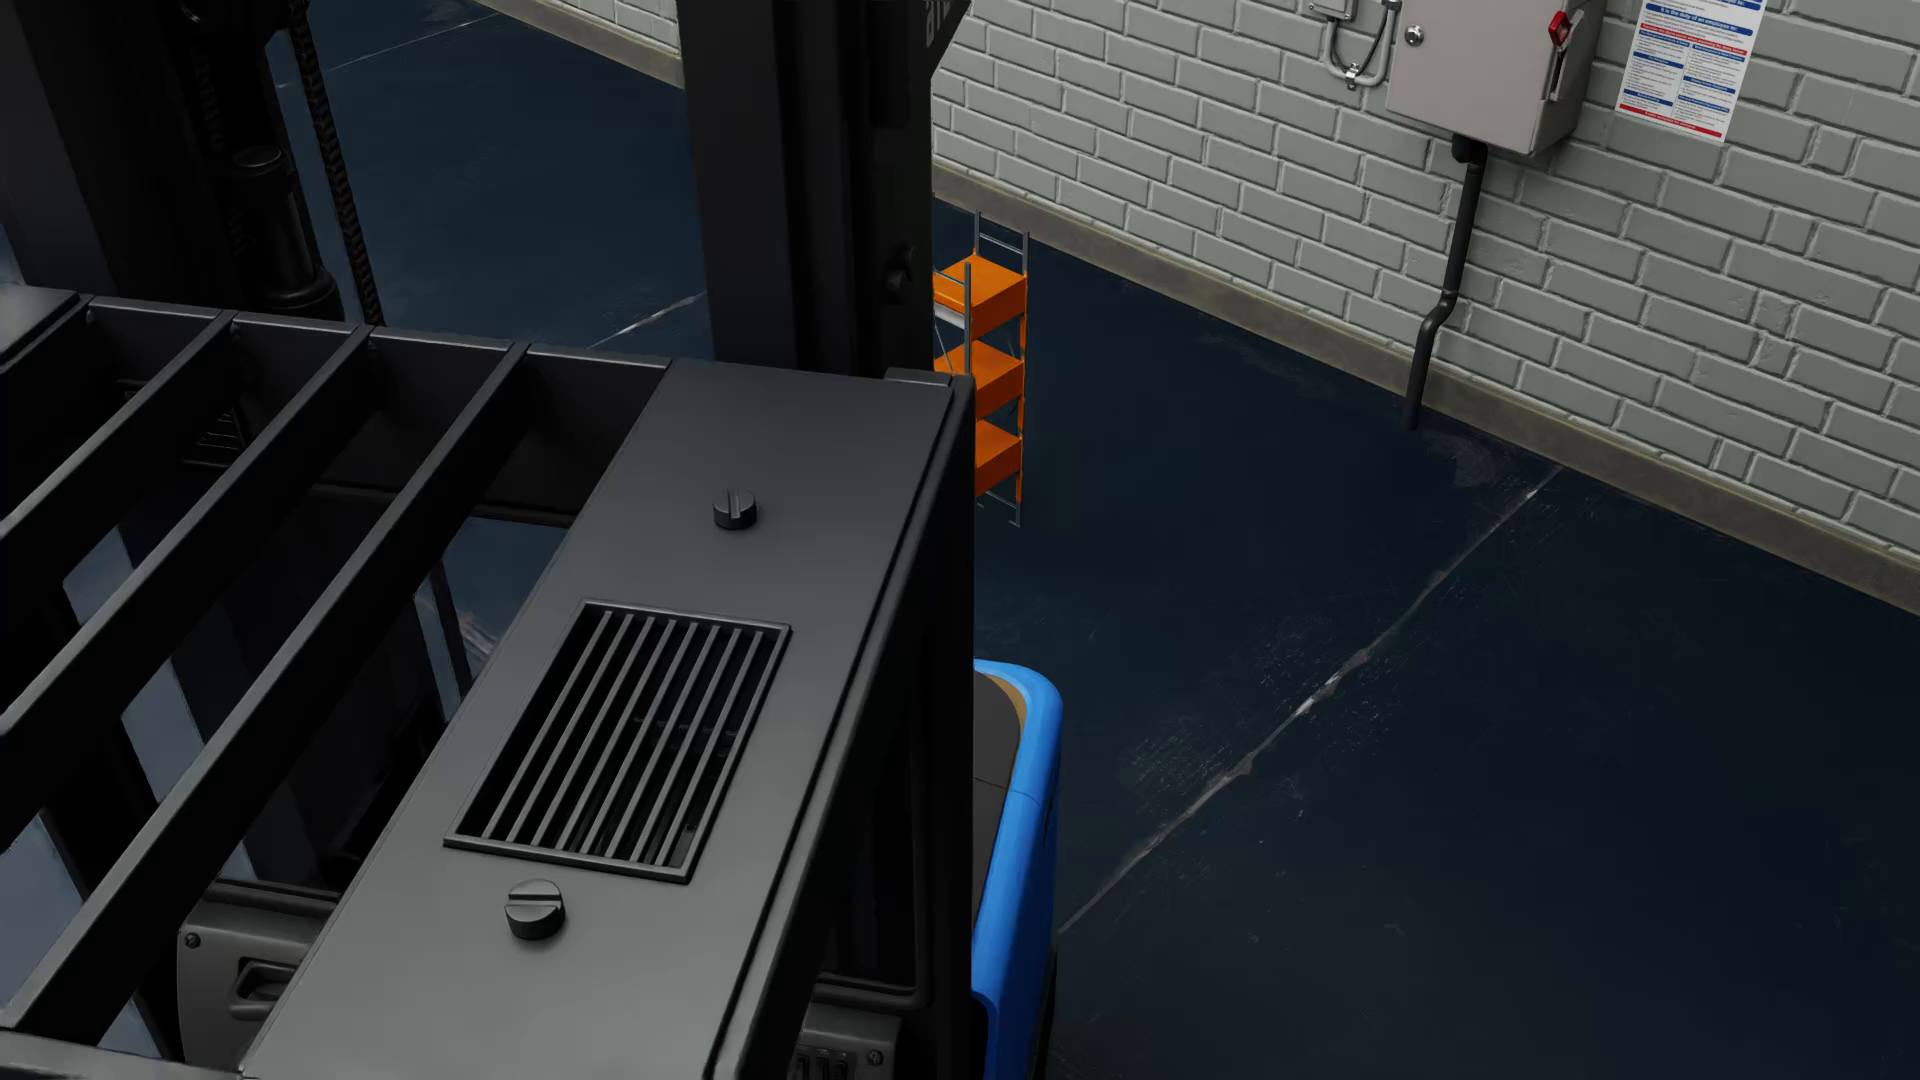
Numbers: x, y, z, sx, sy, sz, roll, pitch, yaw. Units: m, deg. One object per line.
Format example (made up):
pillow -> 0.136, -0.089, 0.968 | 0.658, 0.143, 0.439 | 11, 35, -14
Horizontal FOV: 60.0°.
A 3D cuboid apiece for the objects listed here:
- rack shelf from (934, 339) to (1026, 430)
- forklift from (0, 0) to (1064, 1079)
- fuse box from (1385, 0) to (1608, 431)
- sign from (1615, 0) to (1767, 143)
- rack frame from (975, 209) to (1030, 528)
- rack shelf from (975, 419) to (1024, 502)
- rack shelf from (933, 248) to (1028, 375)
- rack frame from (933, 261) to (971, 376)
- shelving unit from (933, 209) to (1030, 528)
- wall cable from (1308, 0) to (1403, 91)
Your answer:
rack shelf -> 0.036, -0.427, 4.961 | 0.215, 0.259, 0.240 | 30, 47, 32
forklift -> -0.576, 0.784, 1.909 | 1.130, 2.935, 3.031 | 7, 39, 9
fuse box -> 1.549, -1.038, 5.181 | 0.539, 1.711, 0.414 | 30, 47, 32
sign -> 2.053, -1.393, 4.668 | 0.329, 0.494, 0.001 | 30, 47, 32
rack frame -> 0.118, -0.492, 5.025 | 0.200, 1.050, 0.008 | 30, 47, 32
rack shelf -> 0.036, -0.210, 5.134 | 0.215, 0.259, 0.240 | 30, 47, 32
rack shelf -> 0.036, -0.649, 4.784 | 0.215, 0.259, 0.240 | 30, 47, 32
rack frame -> -0.046, -0.379, 4.884 | 0.200, 1.050, 0.008 | 30, 47, 32
shelving unit -> 0.036, -0.436, 4.954 | 0.215, 1.050, 0.252 | 30, 47, 32
wall cable -> 1.151, -2.299, 4.915 | 0.588, 1.984, 0.122 | 30, 47, 32
